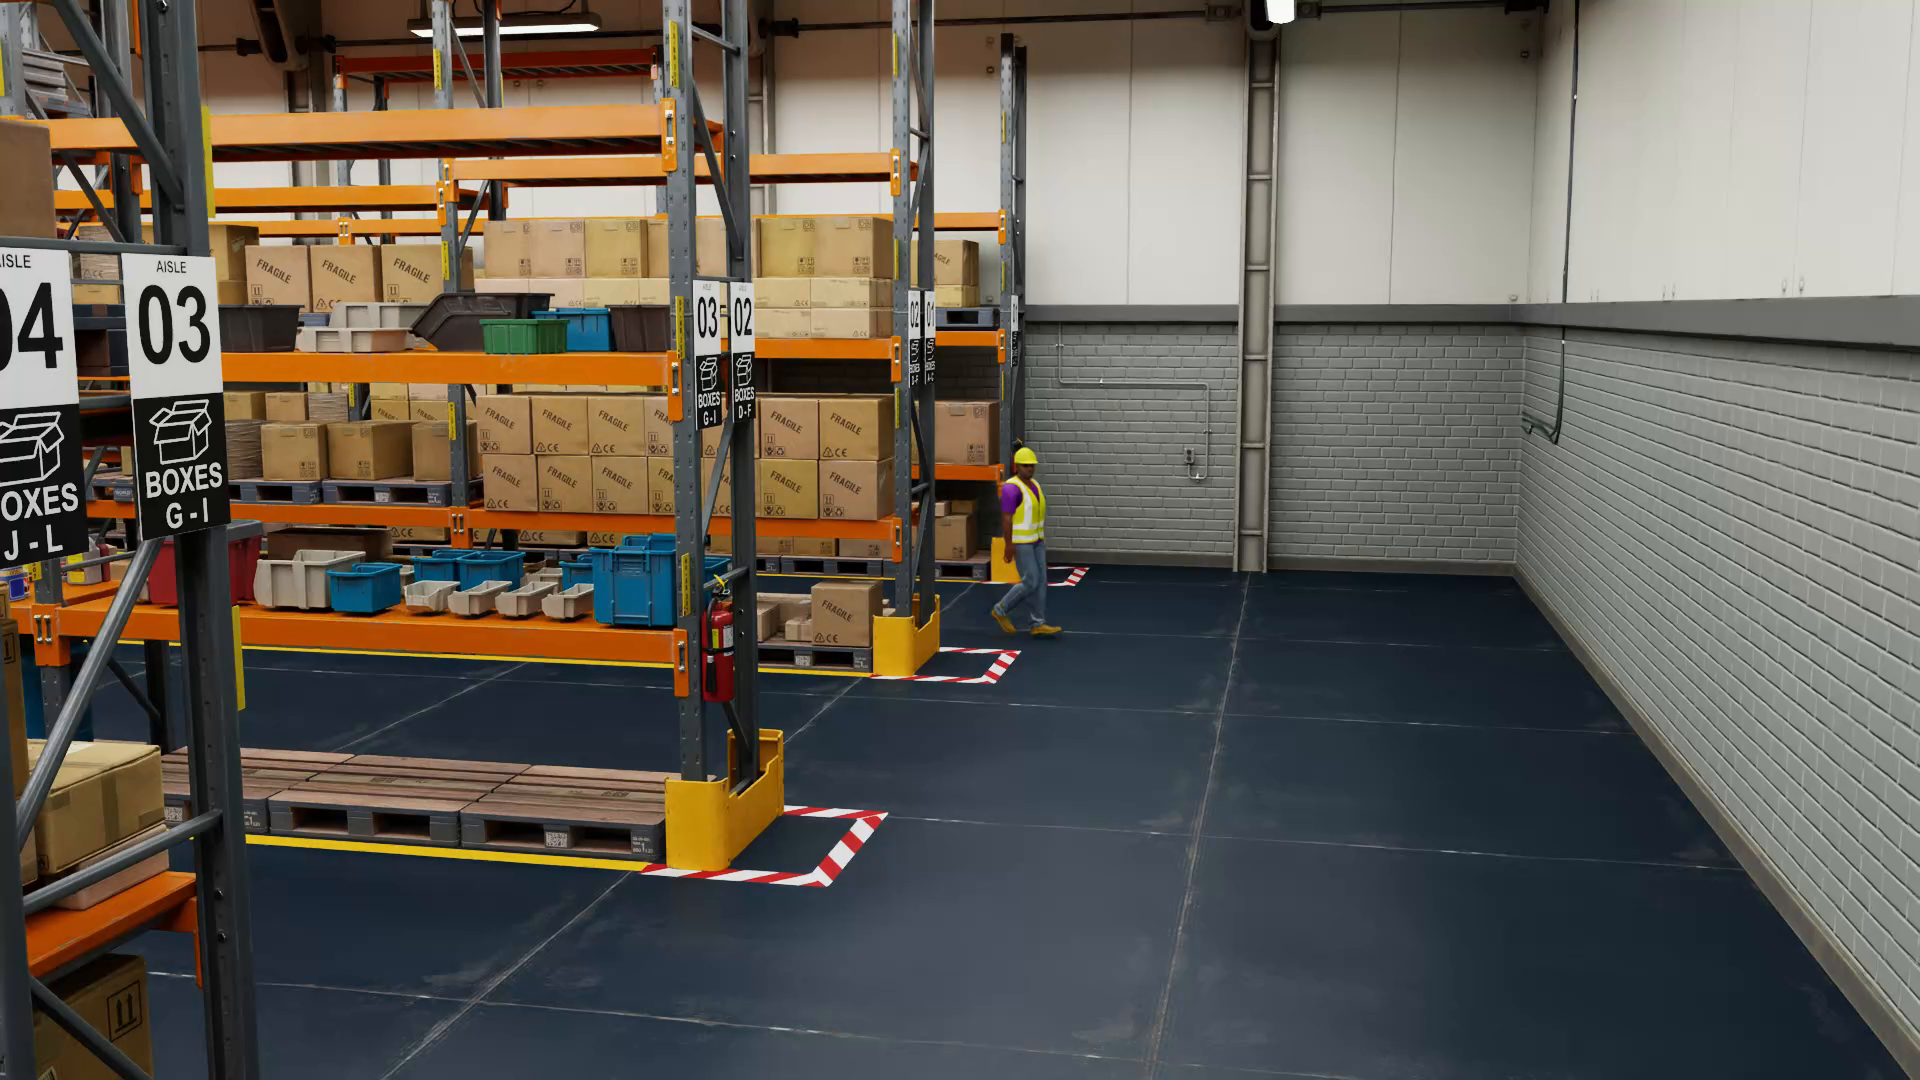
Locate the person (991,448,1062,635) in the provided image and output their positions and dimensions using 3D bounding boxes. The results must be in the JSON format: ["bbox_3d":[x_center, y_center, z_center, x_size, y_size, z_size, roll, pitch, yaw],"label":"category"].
[{"bbox_3d":[0.623,0.024,15.432,0.650,1.761,0.603,4,9,29],"label":"person"}]
